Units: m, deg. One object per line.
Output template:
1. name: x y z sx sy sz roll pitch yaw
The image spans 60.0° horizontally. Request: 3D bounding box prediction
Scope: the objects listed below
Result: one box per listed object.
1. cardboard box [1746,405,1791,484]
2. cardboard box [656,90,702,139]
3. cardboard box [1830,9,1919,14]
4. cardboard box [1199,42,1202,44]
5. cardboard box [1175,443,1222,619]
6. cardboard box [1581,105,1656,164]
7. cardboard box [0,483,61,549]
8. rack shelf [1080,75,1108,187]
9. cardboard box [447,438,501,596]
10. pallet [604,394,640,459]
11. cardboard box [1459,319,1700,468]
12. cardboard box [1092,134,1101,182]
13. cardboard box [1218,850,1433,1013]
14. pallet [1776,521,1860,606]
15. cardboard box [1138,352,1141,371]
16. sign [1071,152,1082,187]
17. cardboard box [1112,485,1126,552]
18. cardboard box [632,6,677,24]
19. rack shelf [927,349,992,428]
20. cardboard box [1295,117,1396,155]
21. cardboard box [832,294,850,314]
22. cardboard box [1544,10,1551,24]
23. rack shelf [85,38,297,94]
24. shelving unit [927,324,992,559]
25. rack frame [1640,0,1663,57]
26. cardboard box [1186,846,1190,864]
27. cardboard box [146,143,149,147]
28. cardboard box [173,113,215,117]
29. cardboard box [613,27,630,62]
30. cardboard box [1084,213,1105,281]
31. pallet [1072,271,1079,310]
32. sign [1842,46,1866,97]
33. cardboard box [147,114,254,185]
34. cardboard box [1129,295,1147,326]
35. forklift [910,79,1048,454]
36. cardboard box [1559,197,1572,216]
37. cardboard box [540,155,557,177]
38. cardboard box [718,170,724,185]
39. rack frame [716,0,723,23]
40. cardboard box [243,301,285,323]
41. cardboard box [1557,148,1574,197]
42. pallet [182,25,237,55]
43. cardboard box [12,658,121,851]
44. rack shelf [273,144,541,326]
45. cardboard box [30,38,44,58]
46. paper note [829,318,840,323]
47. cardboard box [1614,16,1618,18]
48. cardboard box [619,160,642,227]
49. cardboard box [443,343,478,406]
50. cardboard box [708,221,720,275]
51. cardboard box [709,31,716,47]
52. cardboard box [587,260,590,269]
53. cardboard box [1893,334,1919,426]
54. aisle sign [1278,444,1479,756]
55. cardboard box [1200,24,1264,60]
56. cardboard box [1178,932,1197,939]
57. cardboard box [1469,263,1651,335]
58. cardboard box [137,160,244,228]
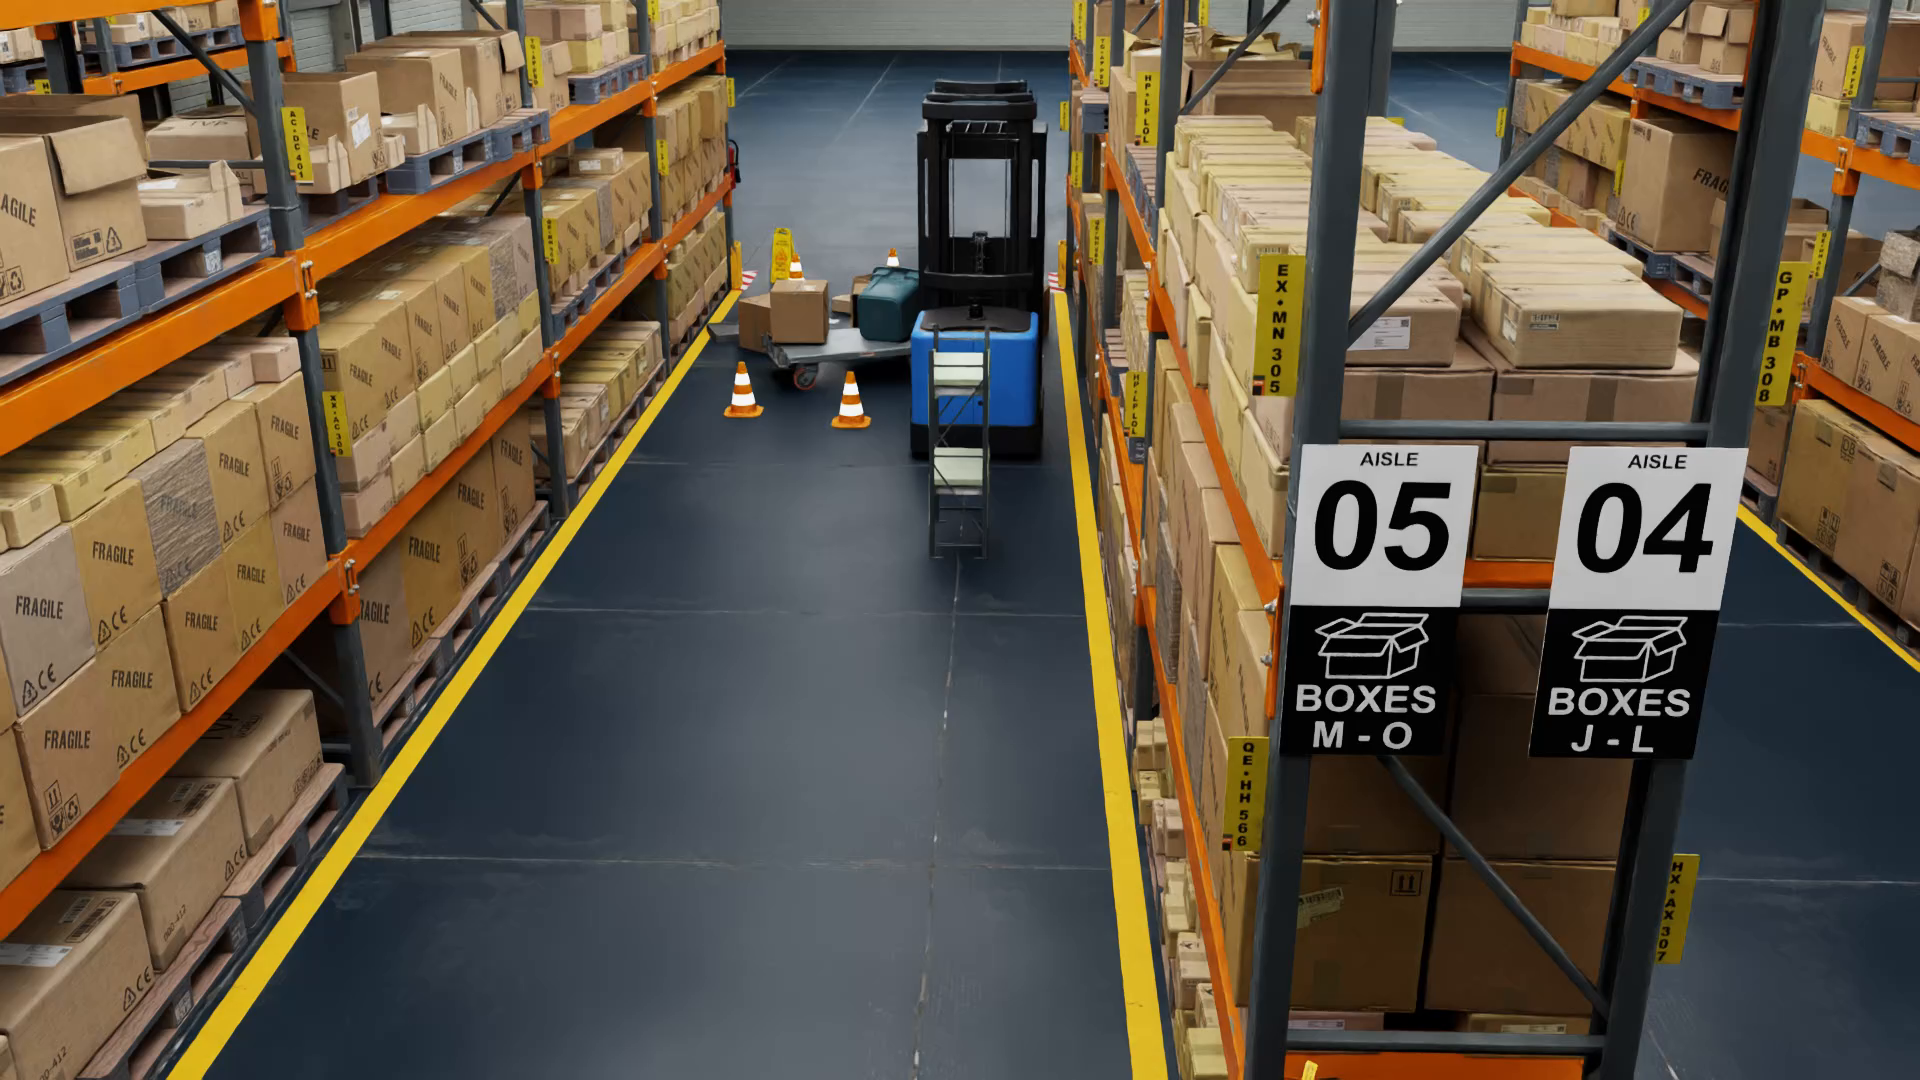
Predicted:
1. cardboard box: 6.471 -0.741 12.640 0.700 0.500 0.500 0 21 -1
2. cardboard box: -3.078 -4.378 17.233 0.700 0.500 0.500 1 21 1
3. cardboard box: 6.770 -3.669 12.363 0.500 0.500 0.500 0 21 0
4. cardboard box: 1.773 -3.561 12.403 0.500 0.250 0.500 1 21 3
5. cardboard box: 1.073 -0.040 6.053 0.500 0.500 0.500 0 21 0
6. cardboard box: 6.345 -3.903 16.010 0.500 0.500 0.500 1 21 2
7. cardboard box: -3.336 -0.085 5.684 0.380 0.149 0.250 1 21 2
8. rack shelf: 1.577 -3.336 13.328 1.077 0.370 4.000 1 21 2
9. cardboard box: -3.570 -0.202 10.759 0.875 0.875 0.875 1 21 2
10. pallet: -3.369 -0.990 14.290 1.003 0.211 1.213 1 21 2
11. cardboard box: 1.546 -0.379 4.227 0.500 0.250 0.500 1 21 2
12. cardboard box: 1.684 -3.703 15.725 0.875 0.550 0.550 1 21 2
13. cardboard box: 1.029 0.992 4.777 0.500 0.500 0.500 1 21 3
14. pallet: 6.372 0.125 11.414 1.003 0.211 1.213 1 21 2
15. cardboard box: 1.259 -1.032 9.896 0.380 0.149 0.250 1 21 4
16. sign: 1.083 -3.442 15.448 0.100 0.325 0.005 1 21 2
17. cardboard box: 1.196 -0.133 10.063 0.500 0.250 0.500 0 21 -1
18. cardboard box: -2.946 -5.062 16.027 0.380 0.149 0.250 0 21 1
19. rack shelf: 0.000 -1.065 11.623 0.431 0.370 0.720 1 21 2
20. cardboard box: 1.659 -1.735 7.172 0.380 0.149 0.250 0 21 -1
21. cardboard box: -1.212 -2.636 18.616 0.380 0.149 0.250 13 25 29
22. cardboard box: 6.486 -5.584 17.782 0.380 0.149 0.250 0 21 1
23. rack shelf: -8.213 -4.854 17.239 1.077 0.370 4.000 1 21 2
24. shelving unit: 0.000 -0.702 11.764 0.431 1.500 0.755 1 21 2
25. rack frame: 6.593 -5.702 14.285 1.000 3.000 0.127 1 21 2
26. cardboard box: 1.151 1.350 6.940 0.380 0.149 0.250 0 21 -1
27. cardboard box: -8.068 -3.763 16.134 0.380 0.149 0.250 1 21 2
28. cardboard box: -8.434 -4.603 18.300 0.380 0.149 0.250 1 21 2
29. cardboard box: -3.186 -4.326 14.511 0.500 0.250 0.500 0 21 1
30. cardboard box: 1.321 -2.492 14.168 0.500 0.500 0.500 1 21 1
31. pallet: 1.814 -2.853 19.089 1.003 0.211 1.213 1 21 2
32. sign: 5.929 -3.105 11.024 0.100 0.325 0.005 1 21 2
33. cardboard box: -3.739 -1.995 8.421 0.500 0.311 0.500 1 21 2
34. cardboard box: 1.283 -1.460 10.588 0.380 0.149 0.250 0 21 -1
35. forklift: 0.199 -2.557 14.568 1.130 2.935 3.031 1 21 3
36. cardboard box: 6.366 -3.411 17.021 0.380 0.149 0.250 1 21 2
37. cardboard box: -3.611 -3.138 13.942 0.380 0.149 0.250 2 21 5
38. cardboard box: -2.886 -4.113 18.830 0.380 0.149 0.250 0 21 1
39. rack frame: -3.191 -7.257 18.293 1.000 3.000 0.127 1 21 2
40. cardboard box: -3.785 -0.986 8.903 0.500 0.500 0.500 1 21 3
41. cardboard box: 6.690 -3.795 17.114 0.875 0.500 0.500 1 21 2
42. pallet: -8.234 -5.173 17.191 1.003 0.211 1.213 1 21 2
43. cardboard box: -3.355 0.741 5.835 0.500 0.500 0.500 1 21 1
44. rack shelf: -3.495 -1.908 9.647 1.077 0.370 4.000 1 21 2
45. cardboard box: -8.004 -4.190 14.163 0.380 0.149 0.250 1 21 1
46. paper note: -1.406 -2.402 18.193 0.148 0.019 0.142 8 23 20
47. cardboard box: 6.878 -5.390 17.283 0.380 0.149 0.250 1 21 2
48. cardboard box: -3.111 -3.046 14.604 0.500 0.500 0.500 1 21 2
49. cardboard box: -3.218 -0.995 9.962 0.500 0.250 0.500 0 21 0
50. cardboard box: -2.967 -3.243 18.424 0.500 0.500 0.500 1 21 4
51. cardboard box: -2.897 -5.519 18.308 0.380 0.149 0.250 1 21 2
52. cardboard box: -3.214 -2.252 13.453 0.380 0.149 0.250 1 21 4
53. cardboard box: 6.159 -0.961 10.221 0.500 0.500 0.500 0 21 1
54. aisle sign: 0.971 0.154 3.893 0.394 0.787 0.004 1 21 2
55. cardboard box: 1.764 -3.203 10.794 0.396 0.266 0.258 1 21 2
56. cardboard box: 1.047 1.675 6.514 0.380 0.149 0.250 2 21 4
57. cardboard box: 1.536 -0.612 4.277 0.380 0.149 0.250 1 21 4
58. cardboard box: -3.256 -1.465 6.979 0.396 0.266 0.258 1 21 3
